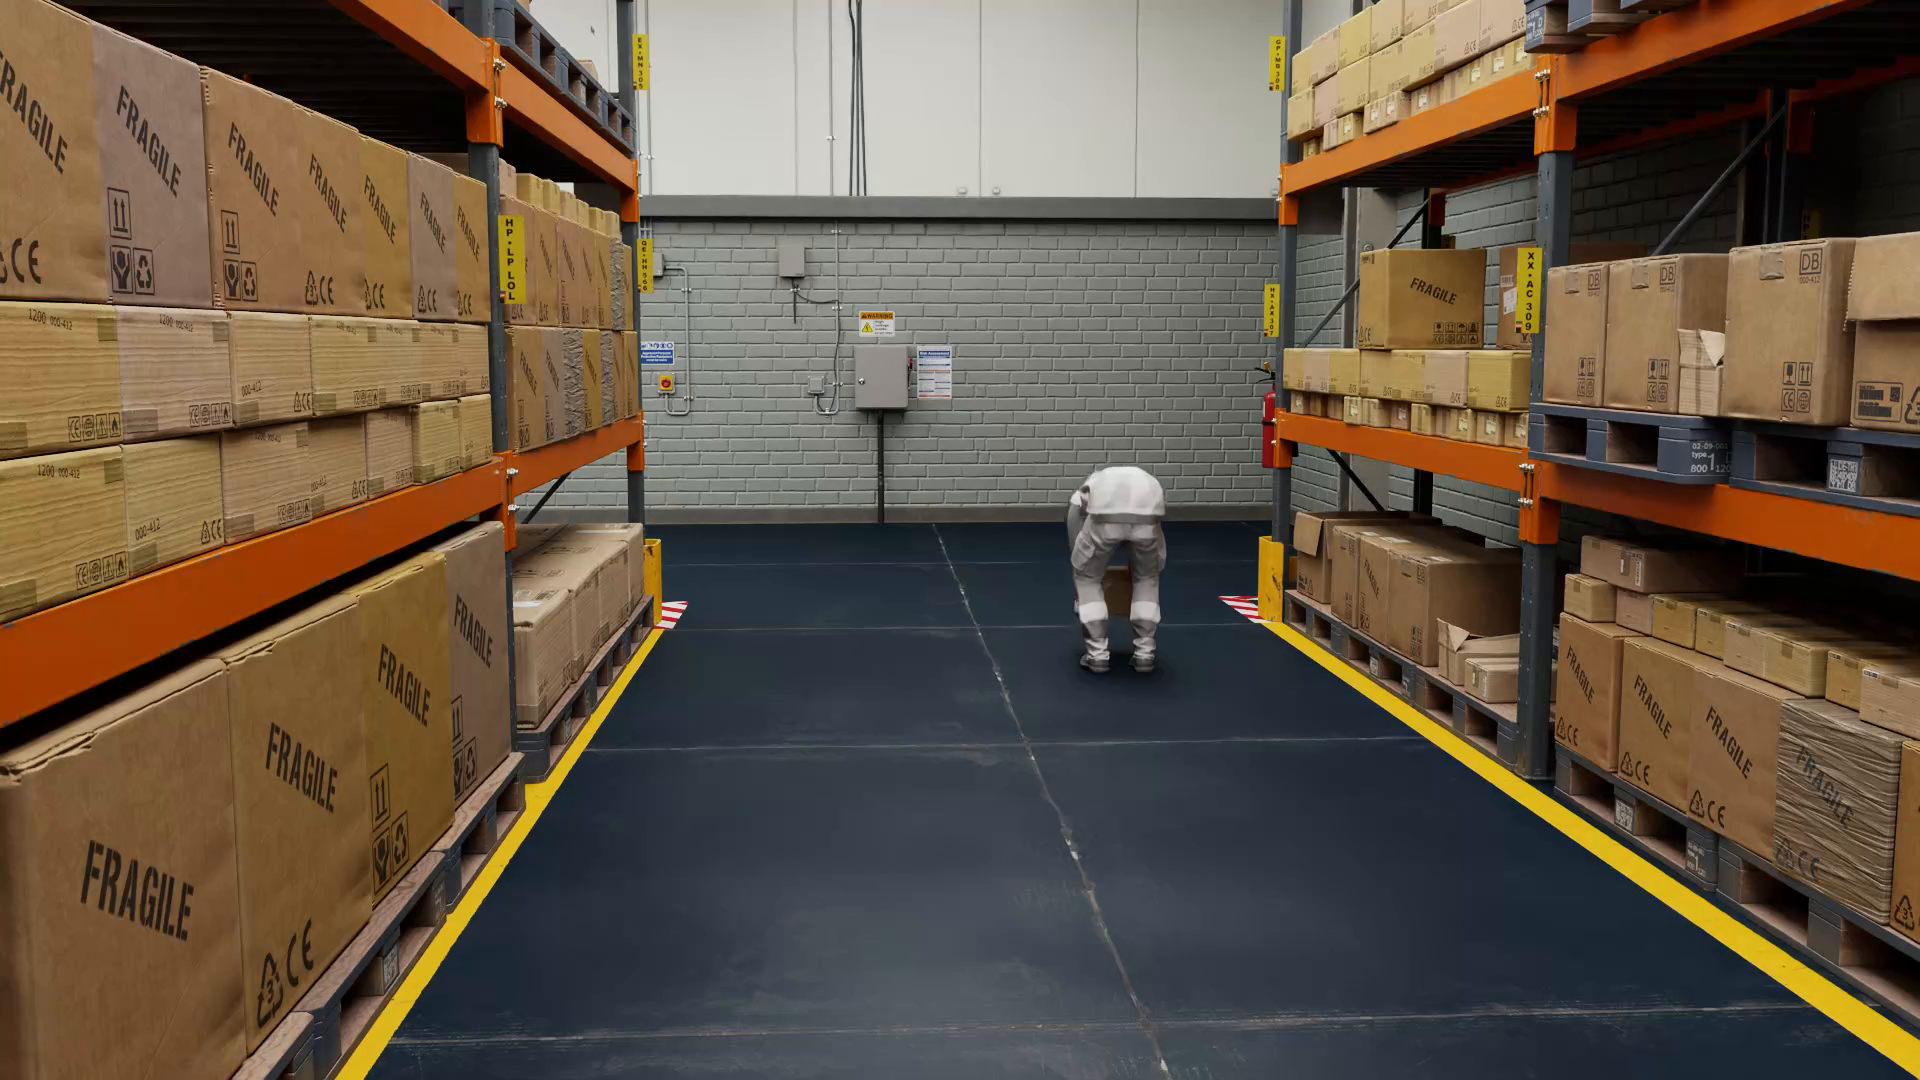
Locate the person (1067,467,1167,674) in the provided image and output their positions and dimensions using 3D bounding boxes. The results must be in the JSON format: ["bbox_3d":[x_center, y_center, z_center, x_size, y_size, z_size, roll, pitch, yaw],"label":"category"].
[{"bbox_3d":[0.828,0.127,9.043,0.511,1.083,0.965,-1,7,-6],"label":"person"}]
